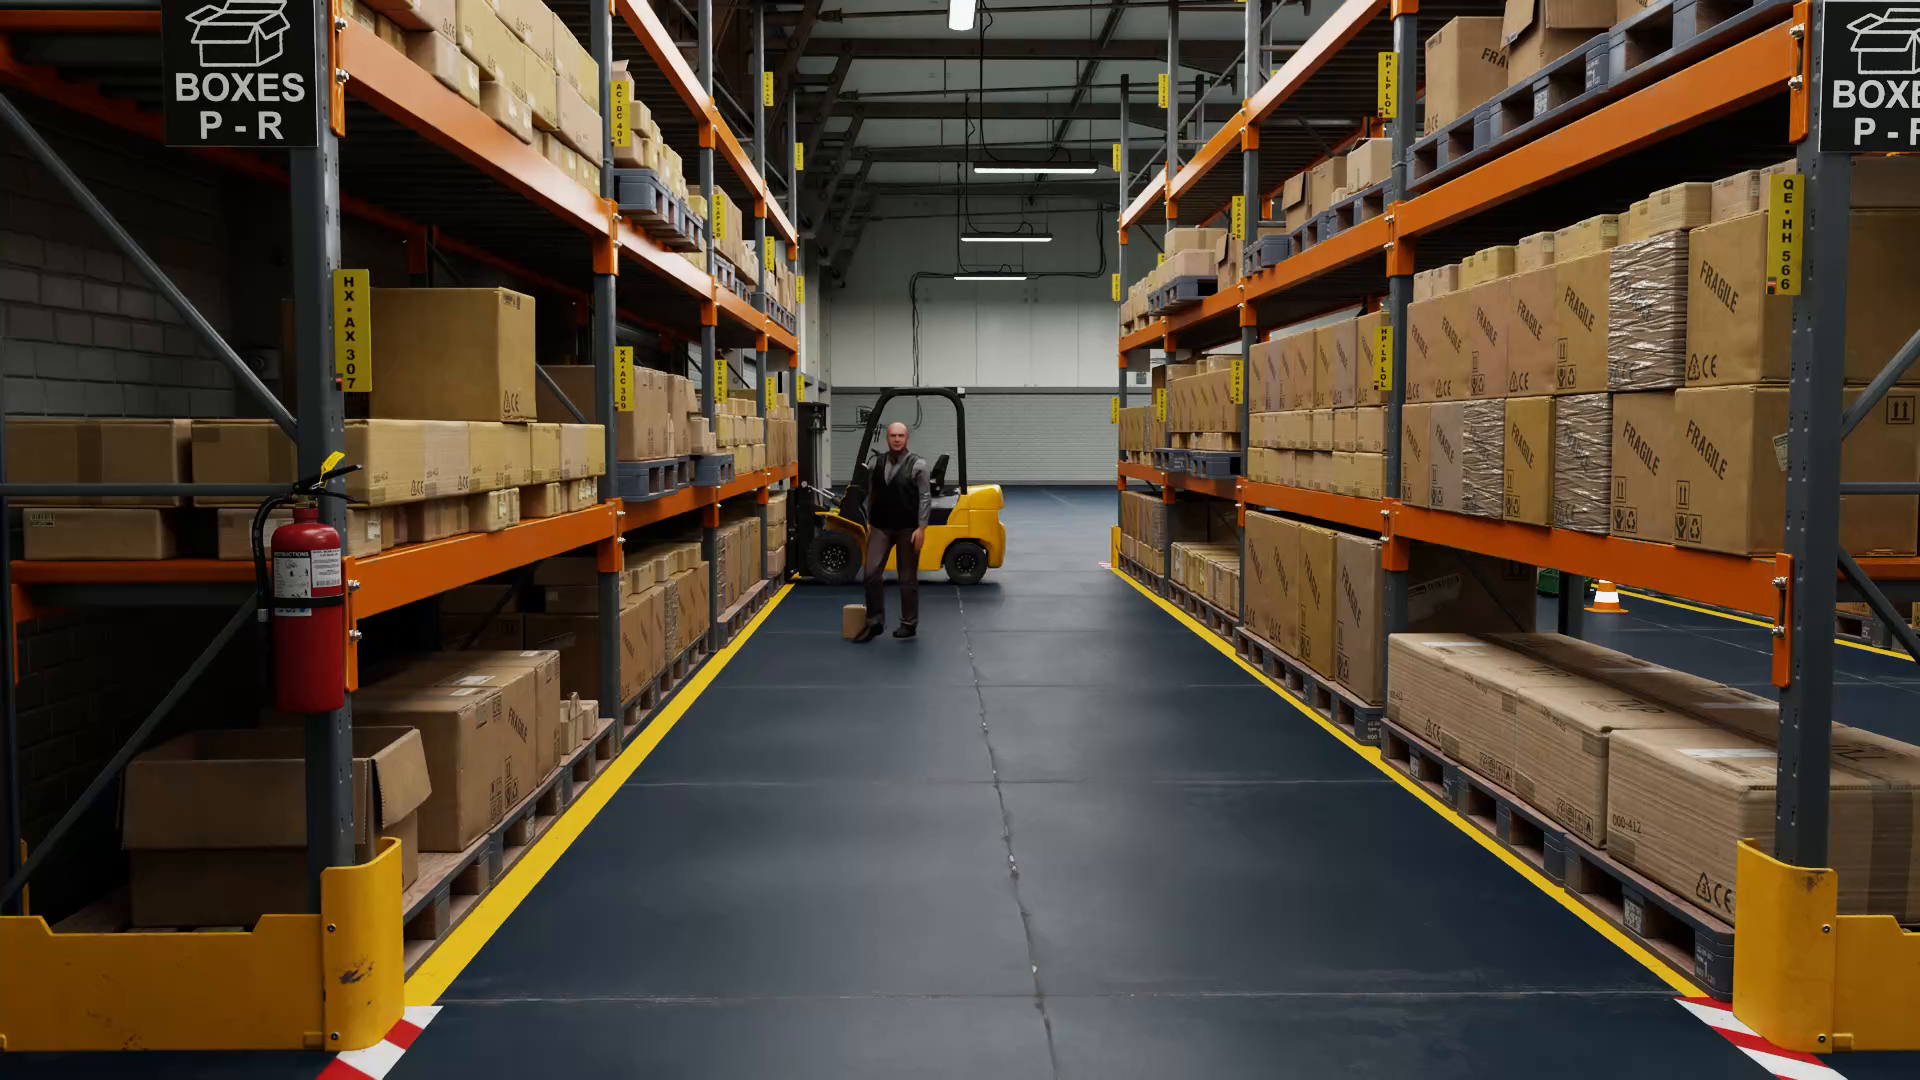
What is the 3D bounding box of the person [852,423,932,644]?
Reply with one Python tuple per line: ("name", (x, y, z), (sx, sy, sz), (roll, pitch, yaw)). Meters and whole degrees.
("person", (-0.500, -0.054, 13.163), (0.615, 1.747, 0.527), (1, 4, 17))
